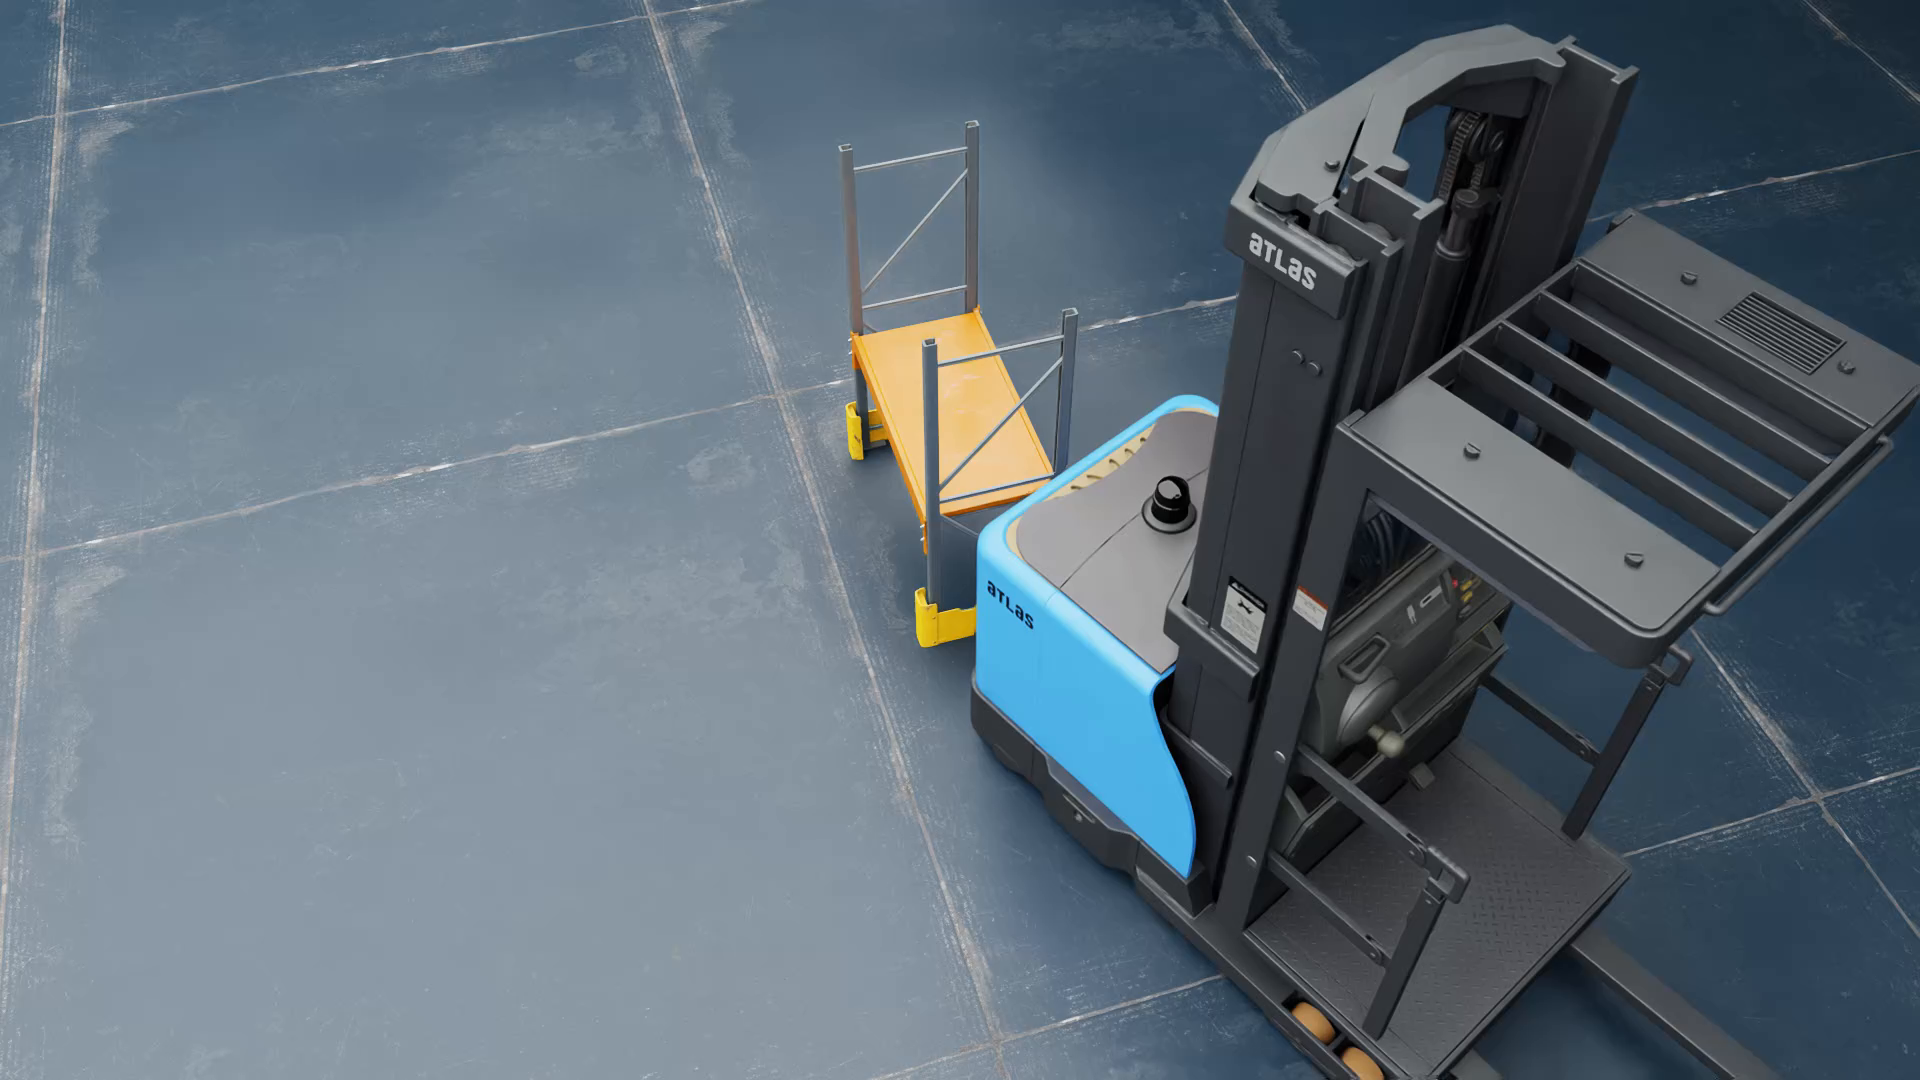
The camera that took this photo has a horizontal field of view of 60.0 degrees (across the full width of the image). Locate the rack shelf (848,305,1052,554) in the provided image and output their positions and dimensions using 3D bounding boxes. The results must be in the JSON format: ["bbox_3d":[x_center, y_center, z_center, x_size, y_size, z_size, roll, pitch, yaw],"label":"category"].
[{"bbox_3d":[-0.025,-0.430,6.156,0.538,0.185,1.000,-13,51,-11],"label":"rack shelf"}]

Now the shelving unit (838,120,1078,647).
[{"bbox_3d":[-0.023,-0.539,6.013,0.587,1.500,1.083,-13,51,-11],"label":"shelving unit"}]

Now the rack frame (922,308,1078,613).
[{"bbox_3d":[0.125,-0.174,5.706,0.500,1.500,0.032,-13,51,-11],"label":"rack frame"}]

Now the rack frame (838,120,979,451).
[{"bbox_3d":[-0.176,-0.917,6.332,0.500,1.500,0.032,-13,51,-11],"label":"rack frame"}]

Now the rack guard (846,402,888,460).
[{"bbox_3d":[-0.170,-0.500,6.798,0.587,0.250,0.087,-13,51,-11],"label":"rack guard"}]

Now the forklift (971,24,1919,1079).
[{"bbox_3d":[1.395,0.320,4.353,1.130,2.935,3.031,-34,58,-25],"label":"forklift"}]

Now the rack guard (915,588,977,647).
[{"bbox_3d":[0.125,0.227,6.184,0.587,0.250,0.087,-13,51,-11],"label":"rack guard"}]
